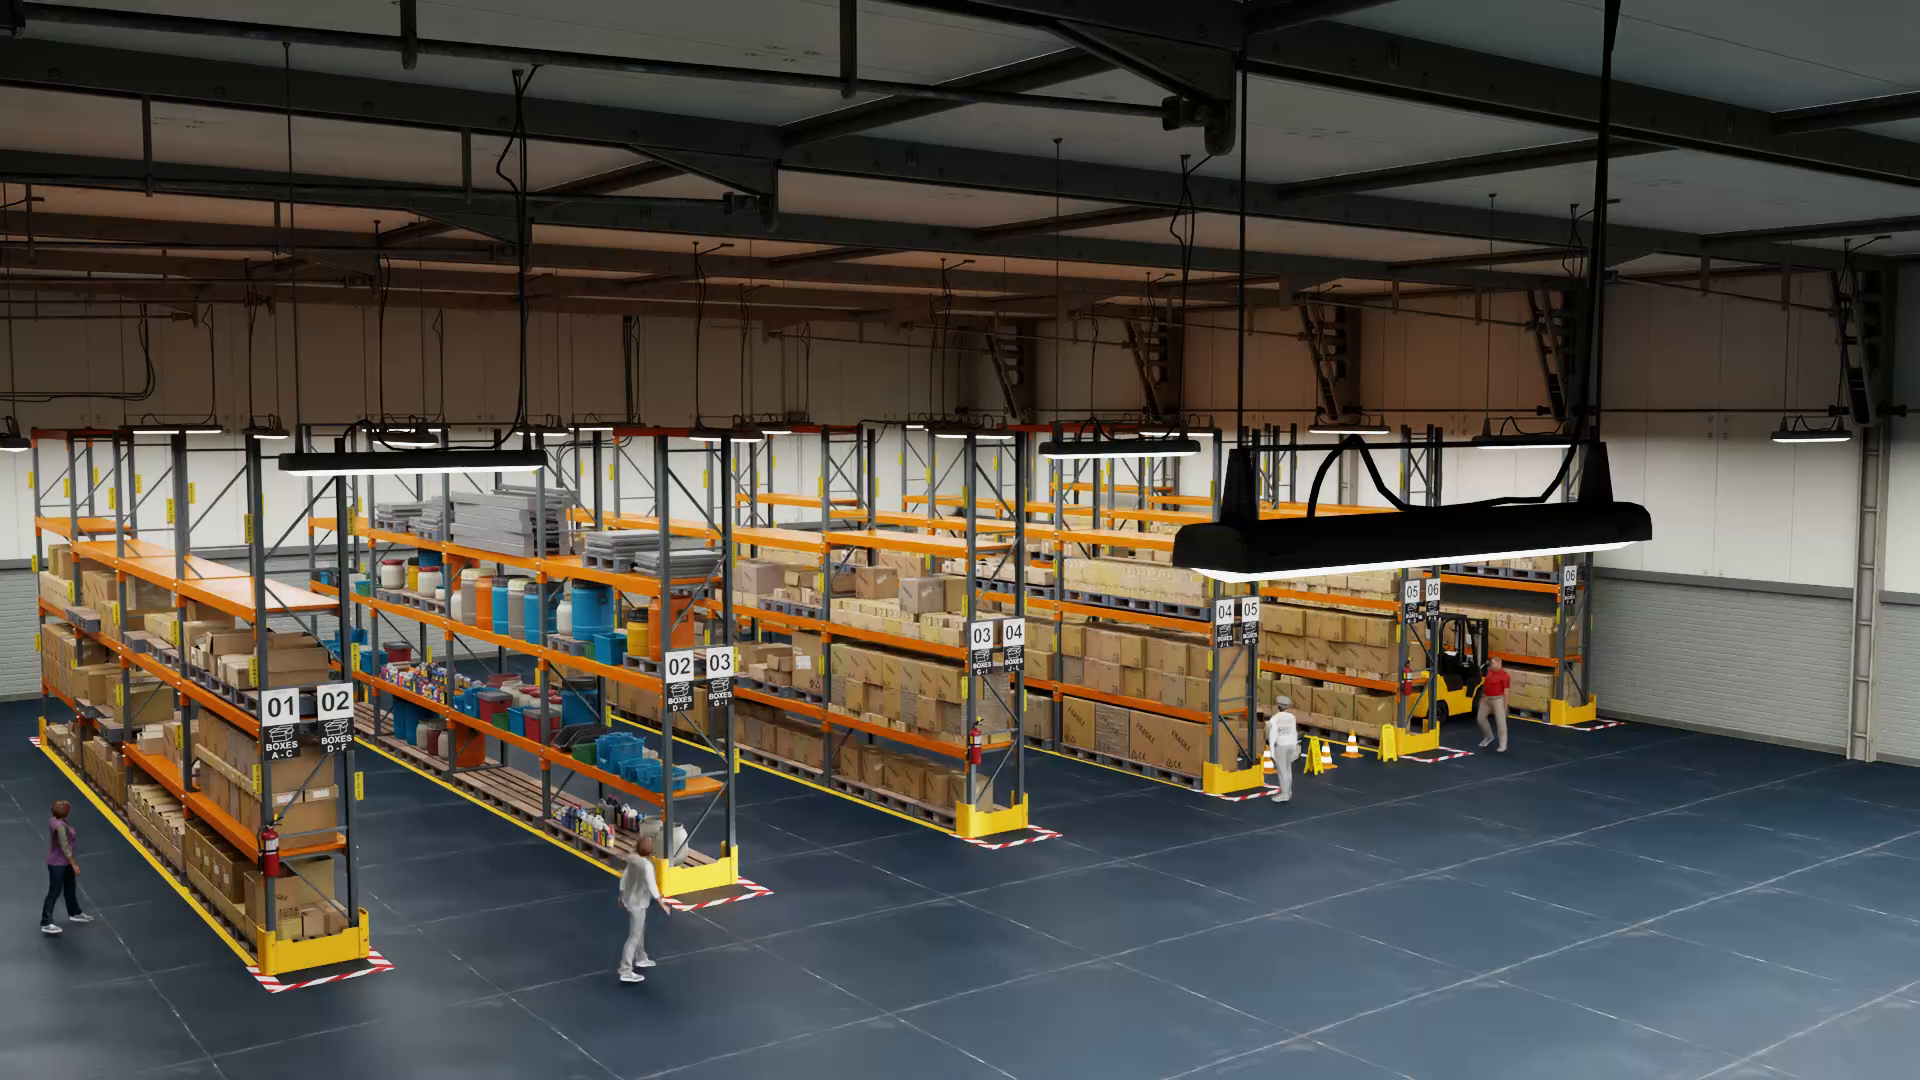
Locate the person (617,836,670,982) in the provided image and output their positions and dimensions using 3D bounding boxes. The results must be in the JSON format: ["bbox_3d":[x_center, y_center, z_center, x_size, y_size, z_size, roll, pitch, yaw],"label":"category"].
[{"bbox_3d":[-3.593,4.093,18.593,0.585,1.595,0.552,-3,5,-34],"label":"person"}]

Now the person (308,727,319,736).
[{"bbox_3d":[-11.998,3.071,31.094,0.377,1.654,0.577,2,5,20],"label":"person"}]

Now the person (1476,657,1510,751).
[{"bbox_3d":[9.933,3.035,30.937,0.426,1.752,0.619,-3,6,-36],"label":"person"}]

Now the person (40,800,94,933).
[{"bbox_3d":[-10.921,3.946,20.265,0.543,1.607,0.559,-2,5,-22],"label":"person"}]

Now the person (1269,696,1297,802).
[{"bbox_3d":[5.238,3.381,26.937,0.550,1.713,0.390,-3,5,-33],"label":"person"}]
